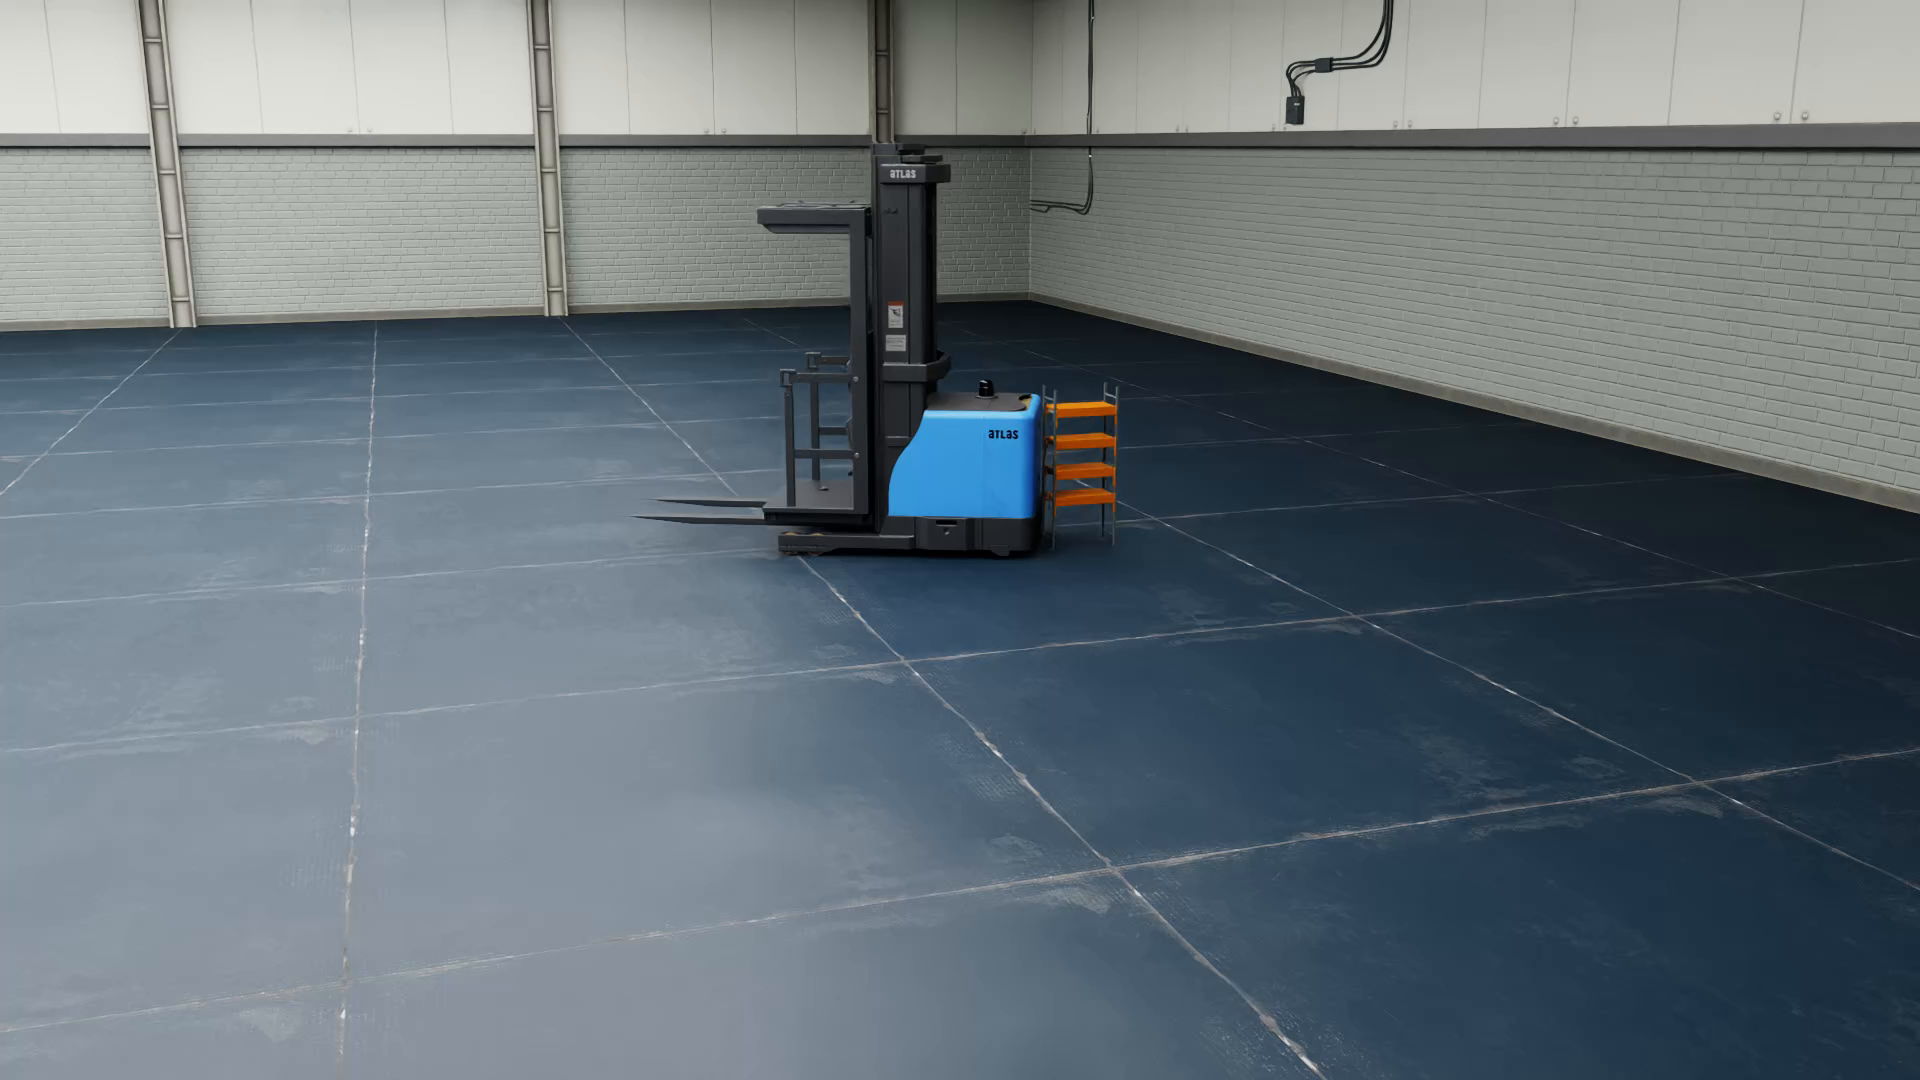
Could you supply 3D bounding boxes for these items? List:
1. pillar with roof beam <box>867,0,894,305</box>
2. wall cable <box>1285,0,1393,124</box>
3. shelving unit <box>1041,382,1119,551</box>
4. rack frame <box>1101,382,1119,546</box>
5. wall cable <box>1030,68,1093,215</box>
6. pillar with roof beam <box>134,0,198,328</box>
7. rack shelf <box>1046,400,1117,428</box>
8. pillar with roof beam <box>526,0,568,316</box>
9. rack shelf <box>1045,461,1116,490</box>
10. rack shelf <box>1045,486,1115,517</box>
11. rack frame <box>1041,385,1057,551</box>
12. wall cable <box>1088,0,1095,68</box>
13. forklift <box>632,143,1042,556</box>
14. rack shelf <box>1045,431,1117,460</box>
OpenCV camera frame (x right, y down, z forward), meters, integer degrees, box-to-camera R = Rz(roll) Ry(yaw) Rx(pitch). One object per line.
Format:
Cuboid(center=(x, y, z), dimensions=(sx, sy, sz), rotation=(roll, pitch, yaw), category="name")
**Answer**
Cuboid(center=(-0.064, -7.845, 26.180), dimensions=(0.400, 9.000, 9.100), rotation=(-4, 14, -18), category="pillar with roof beam")
Cuboid(center=(4.790, -8.288, 20.692), dimensions=(0.169, 6.003, 2.305), rotation=(-4, 14, -18), category="wall cable")
Cuboid(center=(0.889, -0.548, 12.352), dimensions=(0.503, 1.200, 0.258), rotation=(-4, 14, -18), category="shelving unit")
Cuboid(center=(1.120, -0.565, 12.427), dimensions=(0.015, 1.200, 0.240), rotation=(-4, 14, -18), category="rack frame")
Cuboid(center=(1.777, -7.206, 30.203), dimensions=(0.112, 2.526, 3.097), rotation=(-4, 14, -18), category="wall cable")
Cuboid(center=(-11.437, -6.960, 22.456), dimensions=(0.400, 9.000, 9.100), rotation=(-4, 14, -18), category="pillar with roof beam")
Cuboid(center=(0.889, -0.930, 12.261), dimensions=(0.480, 0.148, 0.258), rotation=(-4, 14, -18), category="rack shelf")
Cuboid(center=(-5.751, -7.403, 24.318), dimensions=(0.400, 9.000, 9.100), rotation=(-4, 14, -18), category="pillar with roof beam")
Cuboid(center=(0.889, -0.482, 12.367), dimensions=(0.480, 0.148, 0.258), rotation=(-4, 14, -18), category="rack shelf")
Cuboid(center=(0.889, -0.289, 12.413), dimensions=(0.480, 0.148, 0.258), rotation=(-4, 14, -18), category="rack shelf")
Cuboid(center=(0.657, -0.530, 12.276), dimensions=(0.015, 1.200, 0.240), rotation=(-4, 14, -18), category="rack frame")
Cuboid(center=(2.640, -9.070, 27.124), dimensions=(0.112, 2.526, 3.097), rotation=(-4, 14, -18), category="wall cable")
Cuboid(center=(-0.916, -1.429, 12.319), dimensions=(3.031, 2.935, 1.130), rotation=(1, 13, 5), category="forklift")
Cuboid(center=(0.889, -0.700, 12.316), dimensions=(0.480, 0.148, 0.258), rotation=(-4, 14, -18), category="rack shelf")
